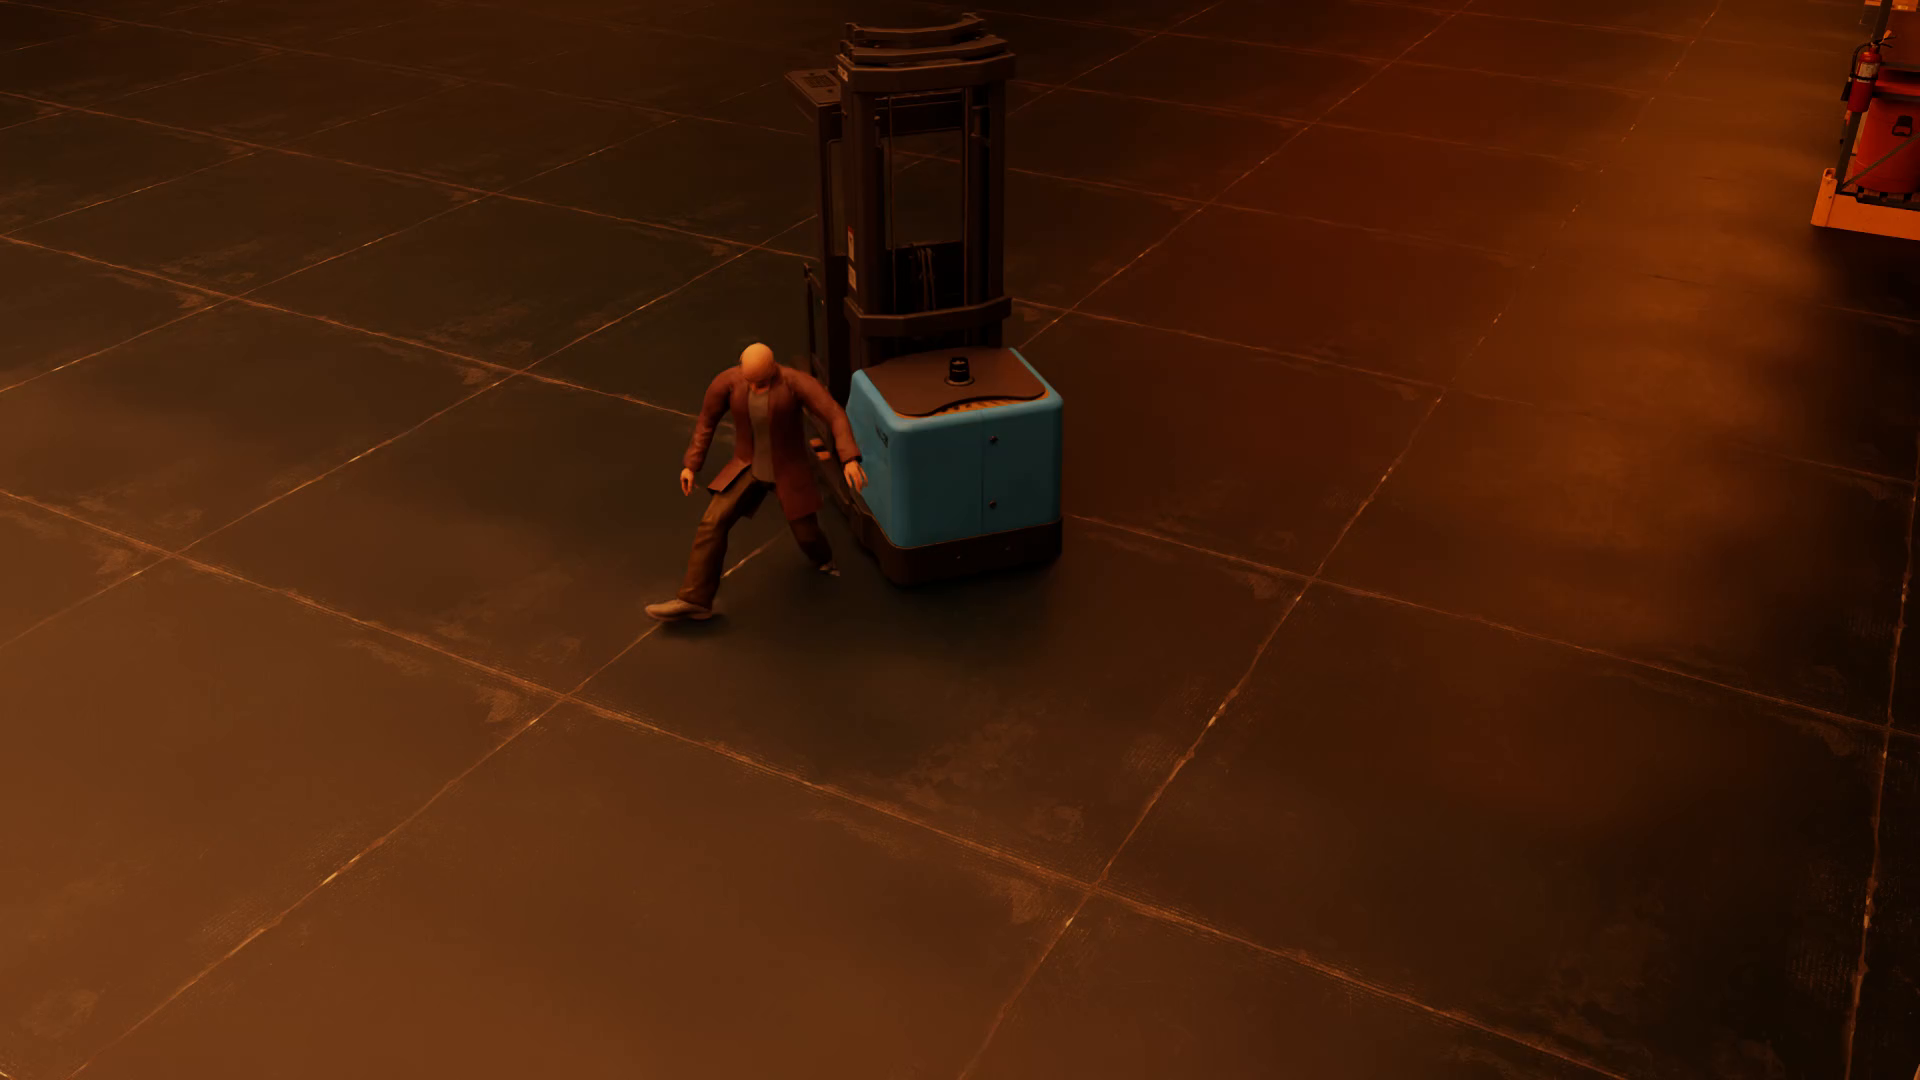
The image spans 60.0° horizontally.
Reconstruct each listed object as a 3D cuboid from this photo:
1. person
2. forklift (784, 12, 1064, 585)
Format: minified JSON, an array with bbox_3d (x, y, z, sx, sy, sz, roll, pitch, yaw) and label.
[{"bbox_3d":[-1.040,-0.323,9.099,1.195,1.626,1.049,6,31,10],"label":"person"},{"bbox_3d":[-0.380,-1.736,10.079,1.130,2.935,3.031,-10,32,-17],"label":"forklift"}]
